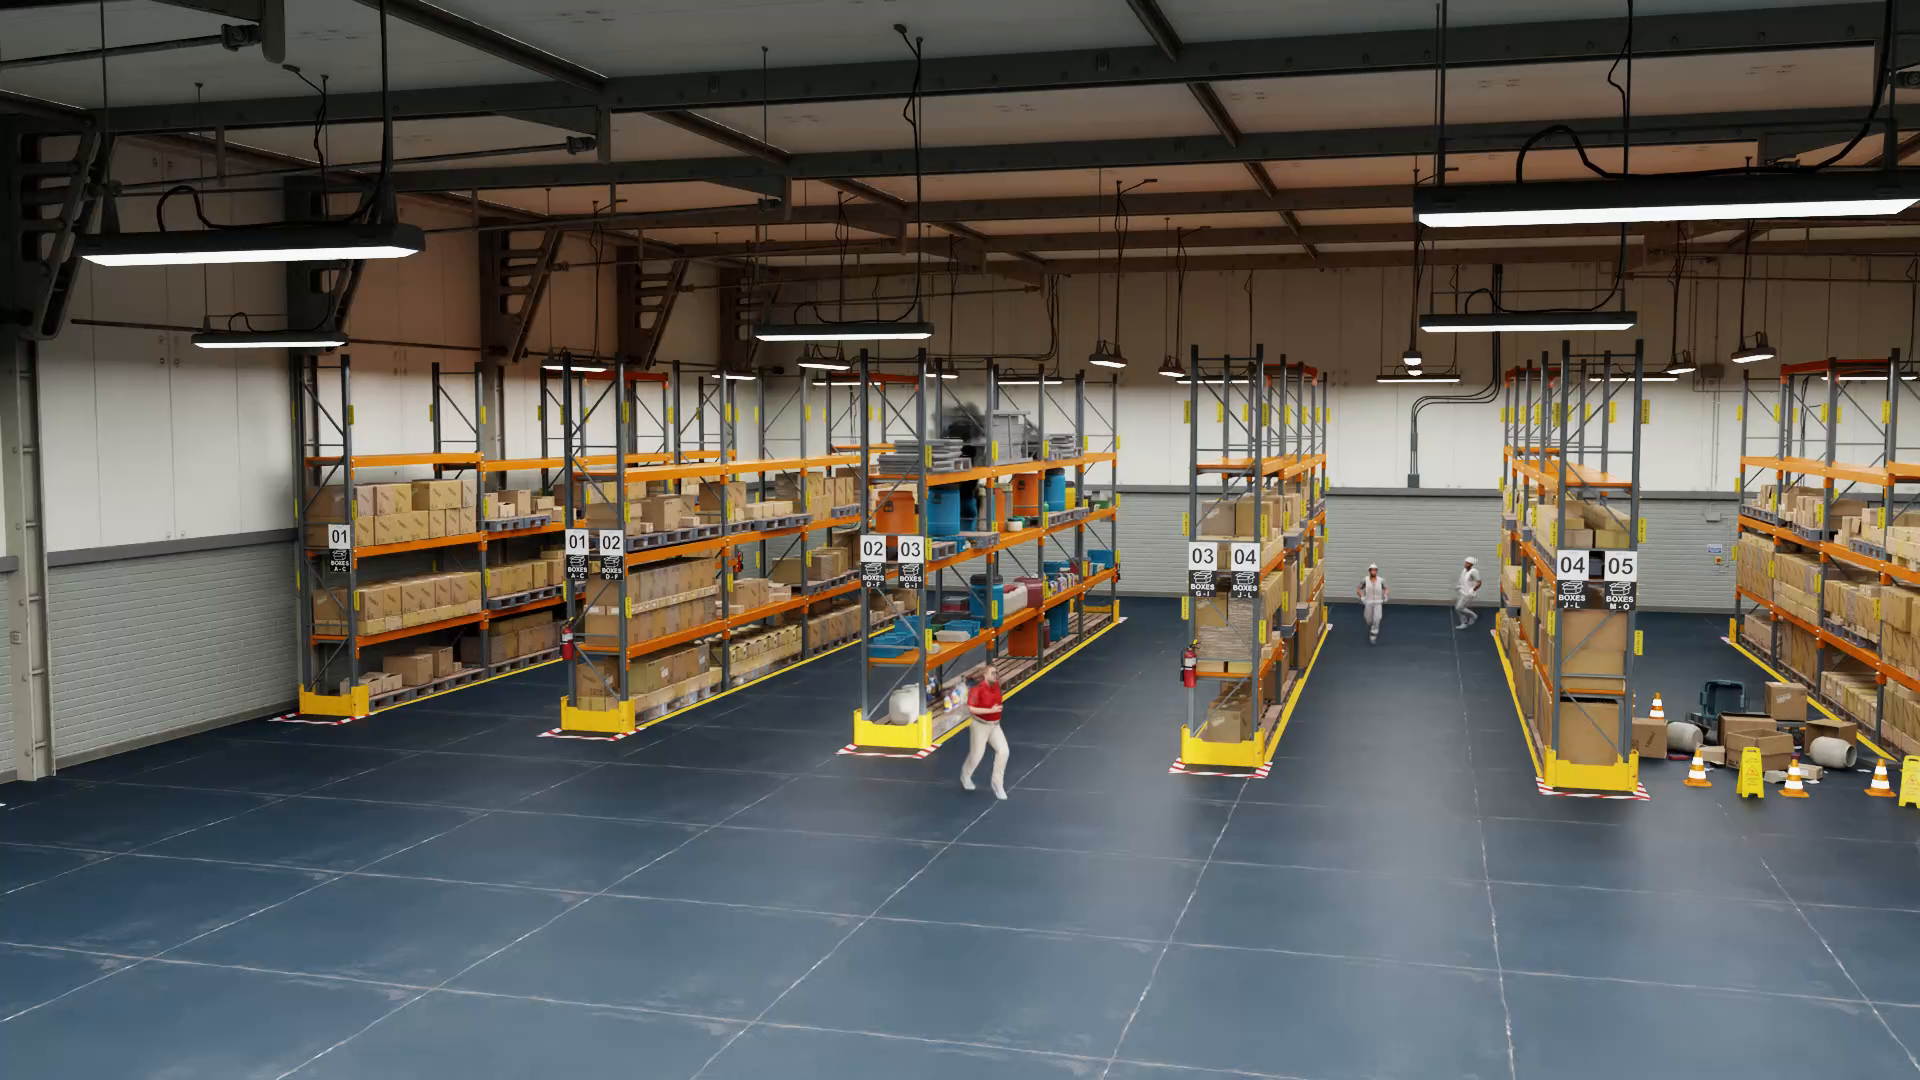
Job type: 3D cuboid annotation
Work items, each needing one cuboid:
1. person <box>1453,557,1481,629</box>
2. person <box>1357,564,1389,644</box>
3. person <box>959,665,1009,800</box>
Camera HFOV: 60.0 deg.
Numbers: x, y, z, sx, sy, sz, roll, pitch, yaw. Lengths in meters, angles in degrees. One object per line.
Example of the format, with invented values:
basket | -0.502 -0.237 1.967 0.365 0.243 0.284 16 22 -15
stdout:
person | 11.844 1.244 38.769 0.553 1.721 0.695 -1 4 -7
person | 9.090 1.405 36.588 0.695 1.748 0.639 1 4 8
person | 0.311 2.518 21.918 0.687 1.785 0.884 -4 6 -42
